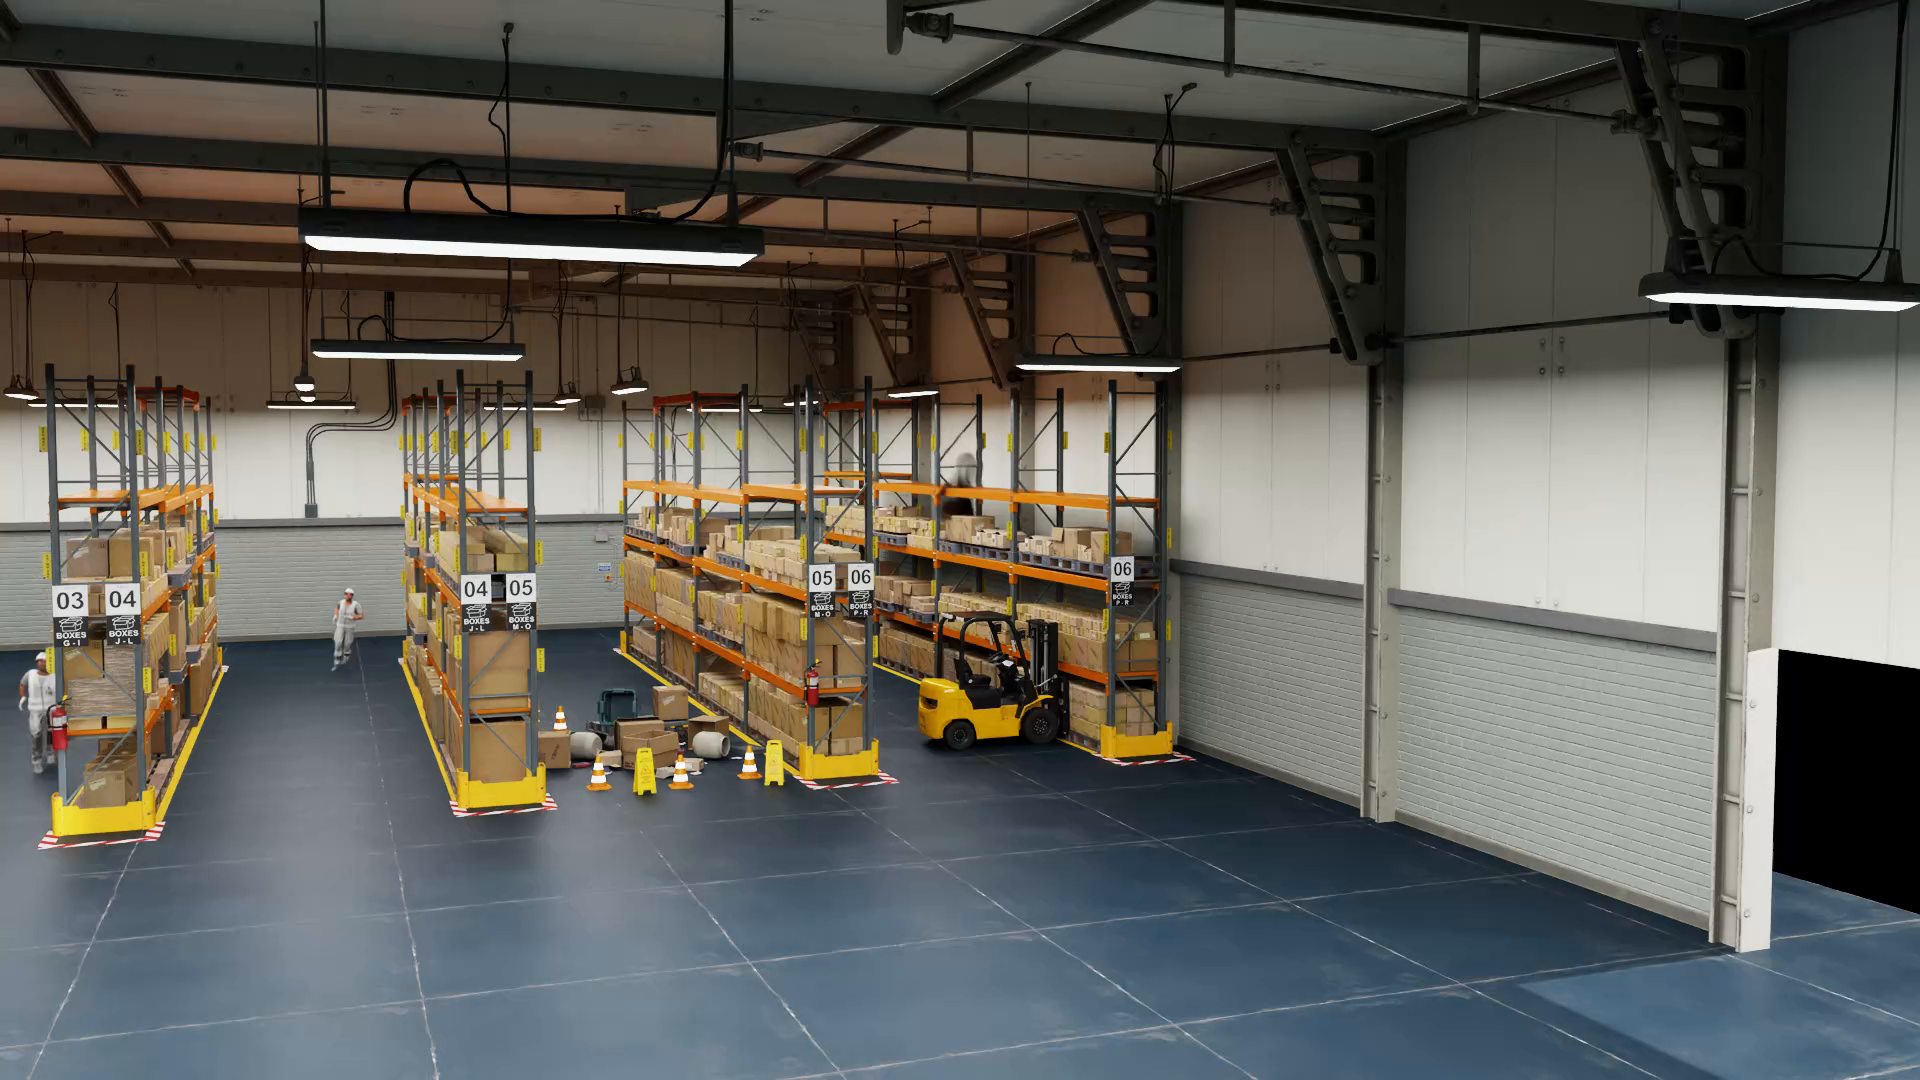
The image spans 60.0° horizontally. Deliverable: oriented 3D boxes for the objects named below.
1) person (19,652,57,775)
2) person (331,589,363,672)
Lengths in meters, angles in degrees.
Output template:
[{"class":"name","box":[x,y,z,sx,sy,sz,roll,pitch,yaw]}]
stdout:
[{"class":"person","box":[-13.980,2.628,25.380,0.661,1.846,0.785,-2,4,-28]},{"class":"person","box":[-13.547,1.969,36.856,0.670,1.807,0.897,0,3,-7]}]
